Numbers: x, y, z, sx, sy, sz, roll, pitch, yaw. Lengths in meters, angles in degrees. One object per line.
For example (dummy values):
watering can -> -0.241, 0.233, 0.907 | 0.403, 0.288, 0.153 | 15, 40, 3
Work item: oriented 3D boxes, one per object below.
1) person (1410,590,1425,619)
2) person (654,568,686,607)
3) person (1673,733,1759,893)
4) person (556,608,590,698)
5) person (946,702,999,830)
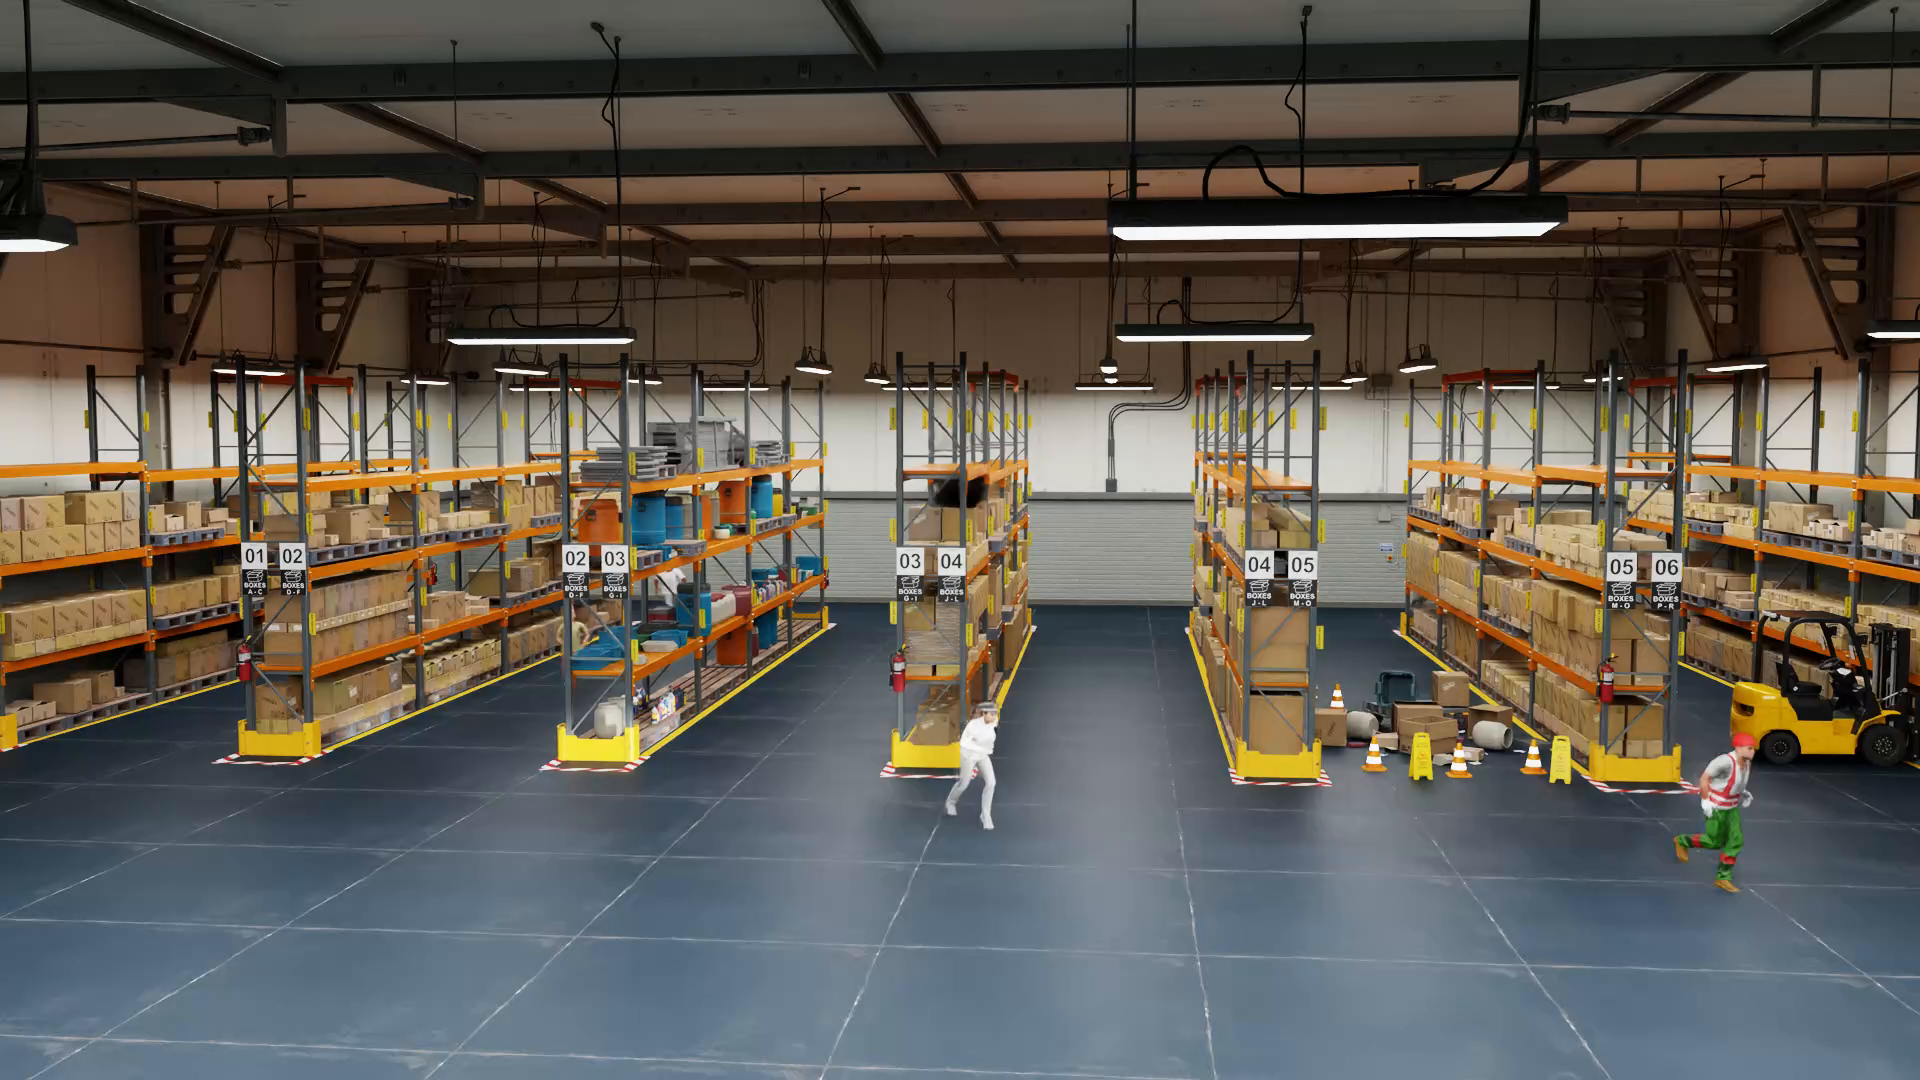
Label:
person -> 11.060, 1.358, 40.174 | 0.667, 1.600, 0.575 | 2, 5, 28
person -> -6.930, 1.296, 39.790 | 0.758, 1.765, 0.918 | -1, 4, -9
person -> 8.177, 2.891, 17.981 | 0.659, 1.723, 0.919 | -3, 5, -37
person -> -7.035, 2.041, 30.202 | 0.588, 1.628, 0.758 | 0, 4, -2
person -> 0.163, 2.771, 20.711 | 0.657, 1.622, 0.948 | -3, 5, -39
